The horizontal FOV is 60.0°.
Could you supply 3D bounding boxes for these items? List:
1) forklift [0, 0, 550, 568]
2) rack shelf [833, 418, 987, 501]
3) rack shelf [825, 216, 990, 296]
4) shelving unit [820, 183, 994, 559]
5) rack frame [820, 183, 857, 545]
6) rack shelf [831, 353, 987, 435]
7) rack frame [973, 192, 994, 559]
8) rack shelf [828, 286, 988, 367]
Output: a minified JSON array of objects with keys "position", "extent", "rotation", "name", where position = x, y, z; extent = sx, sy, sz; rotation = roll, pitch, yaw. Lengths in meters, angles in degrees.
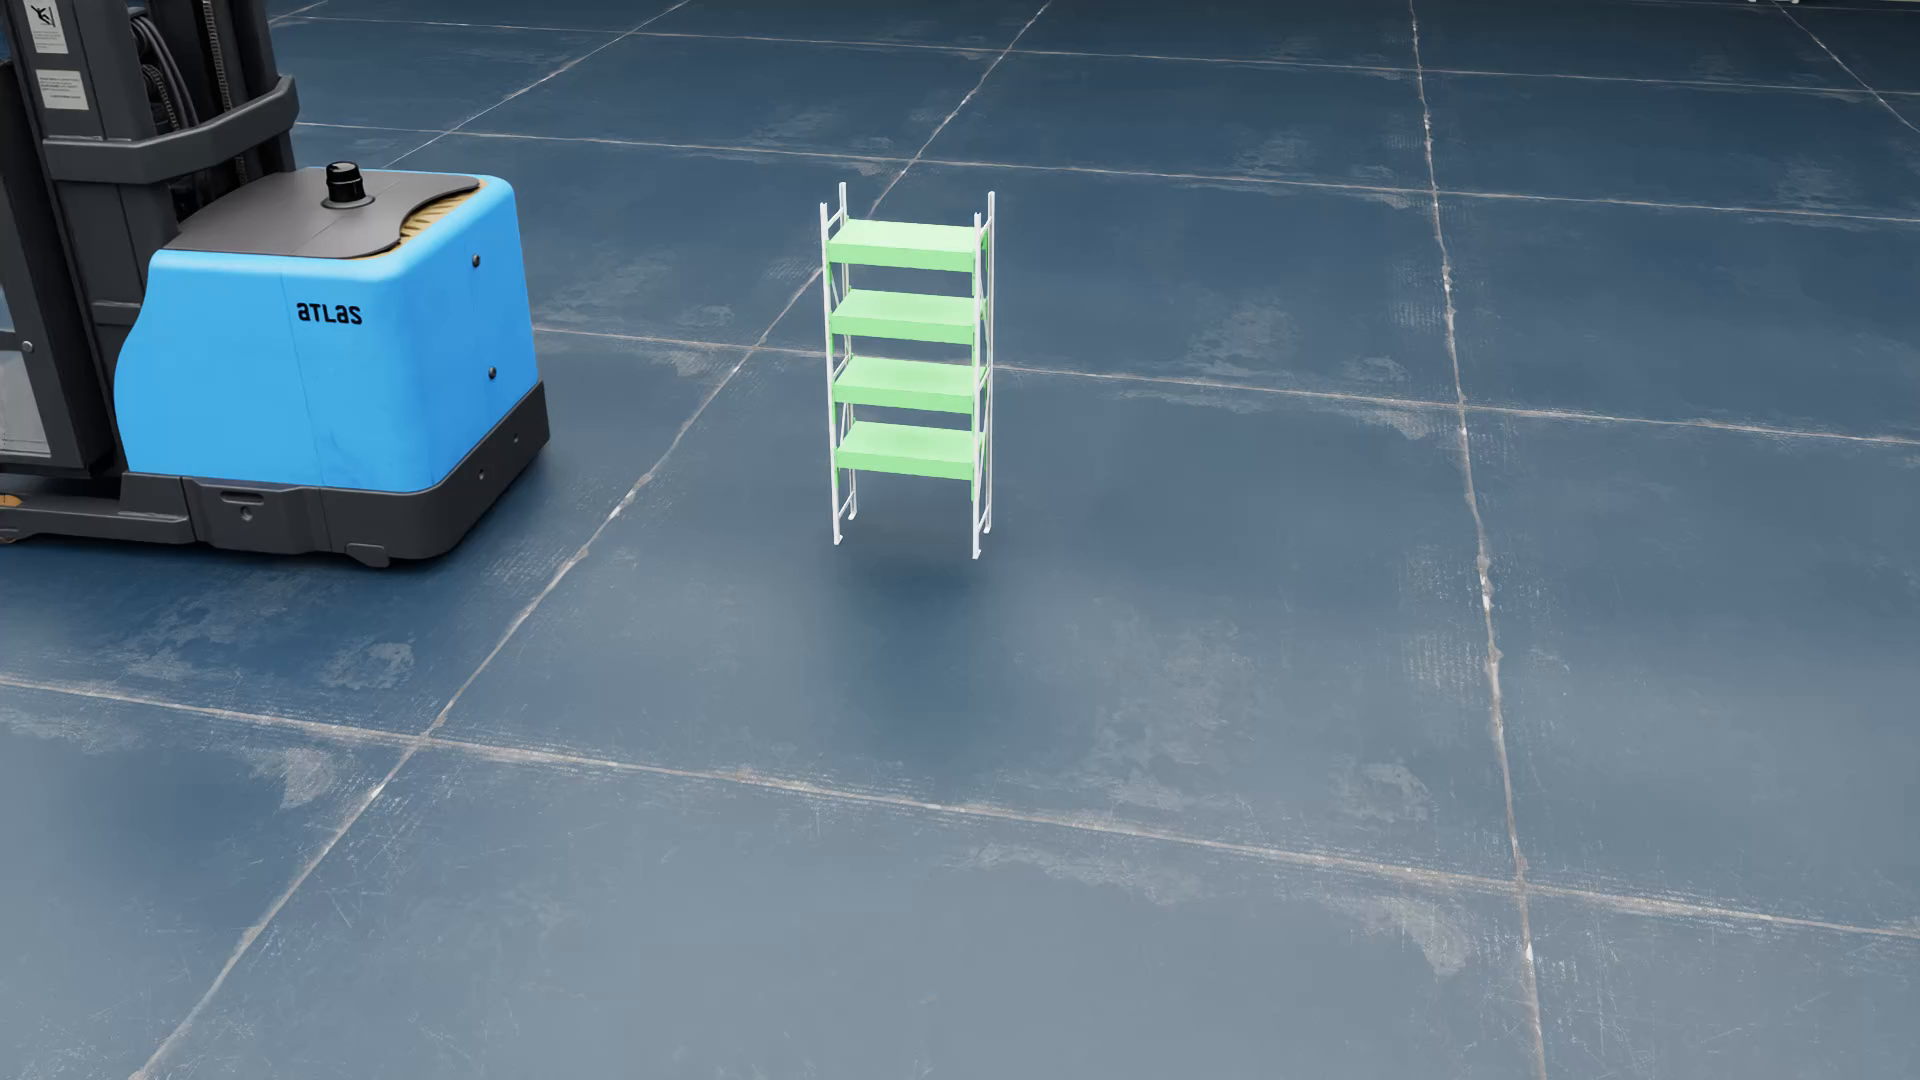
[{"position":[-3.118,-1.517,5.470],"extent":[3.031,2.935,1.130],"rotation":[5,29,8],"name":"forklift"},{"position":[-0.162,-0.276,5.638],"extent":[0.480,0.148,0.258],"rotation":[6,29,11],"name":"rack shelf"},{"position":[-0.162,-0.908,5.292],"extent":[0.480,0.148,0.258],"rotation":[6,29,11],"name":"rack shelf"},{"position":[-0.162,-0.543,5.492],"extent":[0.503,1.200,0.258],"rotation":[6,29,11],"name":"shelving unit"},{"position":[-0.401,-0.567,5.537],"extent":[0.015,1.200,0.240],"rotation":[6,29,11],"name":"rack frame"},{"position":[-0.162,-0.487,5.523],"extent":[0.480,0.148,0.258],"rotation":[6,29,11],"name":"rack shelf"},{"position":[0.077,-0.518,5.448],"extent":[0.015,1.200,0.240],"rotation":[6,29,11],"name":"rack frame"},{"position":[-0.162,-0.697,5.408],"extent":[0.480,0.148,0.258],"rotation":[6,29,11],"name":"rack shelf"}]
